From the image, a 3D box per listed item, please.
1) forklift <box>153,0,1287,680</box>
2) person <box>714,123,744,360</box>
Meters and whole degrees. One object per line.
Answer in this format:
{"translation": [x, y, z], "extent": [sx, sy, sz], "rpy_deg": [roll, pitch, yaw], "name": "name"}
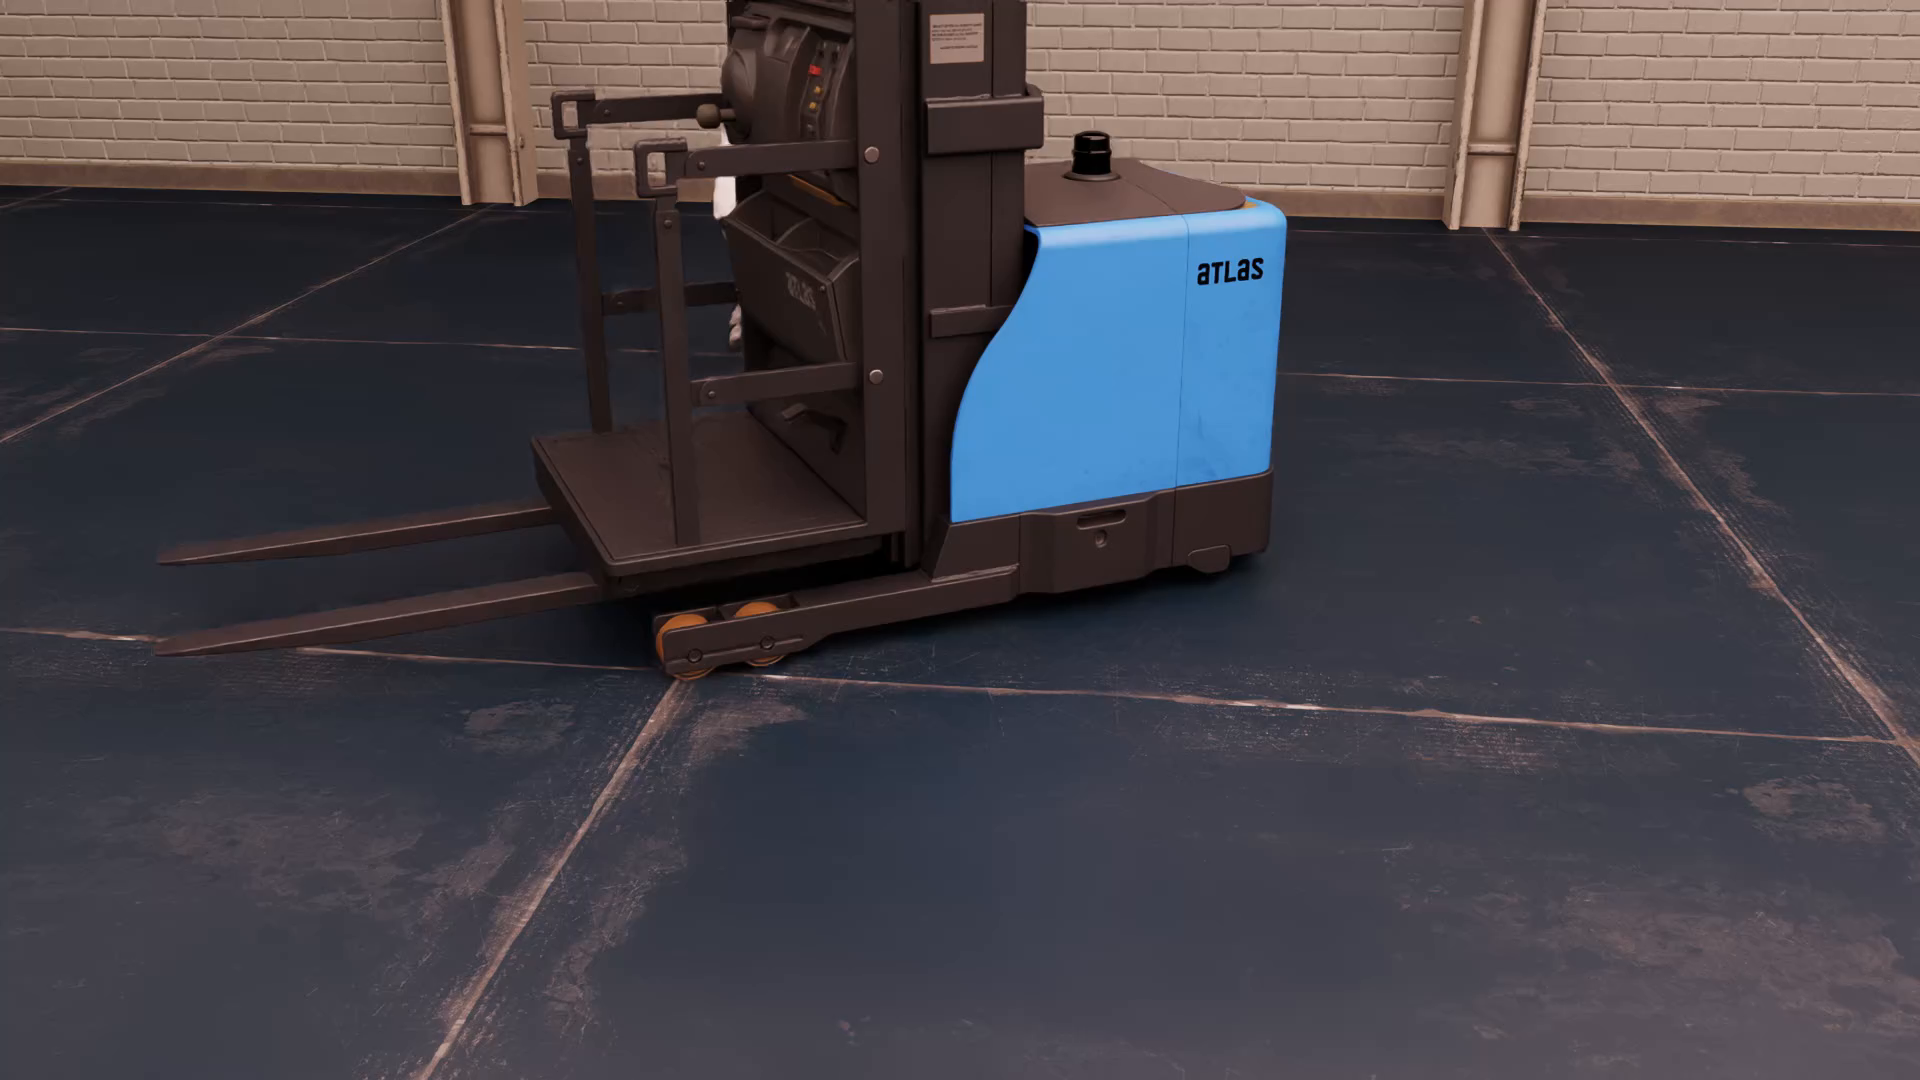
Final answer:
{"translation": [-0.642, -1.223, 4.291], "extent": [3.031, 2.935, 1.130], "rpy_deg": [-9, 24, -22], "name": "forklift"}
{"translation": [-0.609, -1.458, 6.816], "extent": [0.767, 1.497, 0.957], "rpy_deg": [12, 25, 27], "name": "person"}
